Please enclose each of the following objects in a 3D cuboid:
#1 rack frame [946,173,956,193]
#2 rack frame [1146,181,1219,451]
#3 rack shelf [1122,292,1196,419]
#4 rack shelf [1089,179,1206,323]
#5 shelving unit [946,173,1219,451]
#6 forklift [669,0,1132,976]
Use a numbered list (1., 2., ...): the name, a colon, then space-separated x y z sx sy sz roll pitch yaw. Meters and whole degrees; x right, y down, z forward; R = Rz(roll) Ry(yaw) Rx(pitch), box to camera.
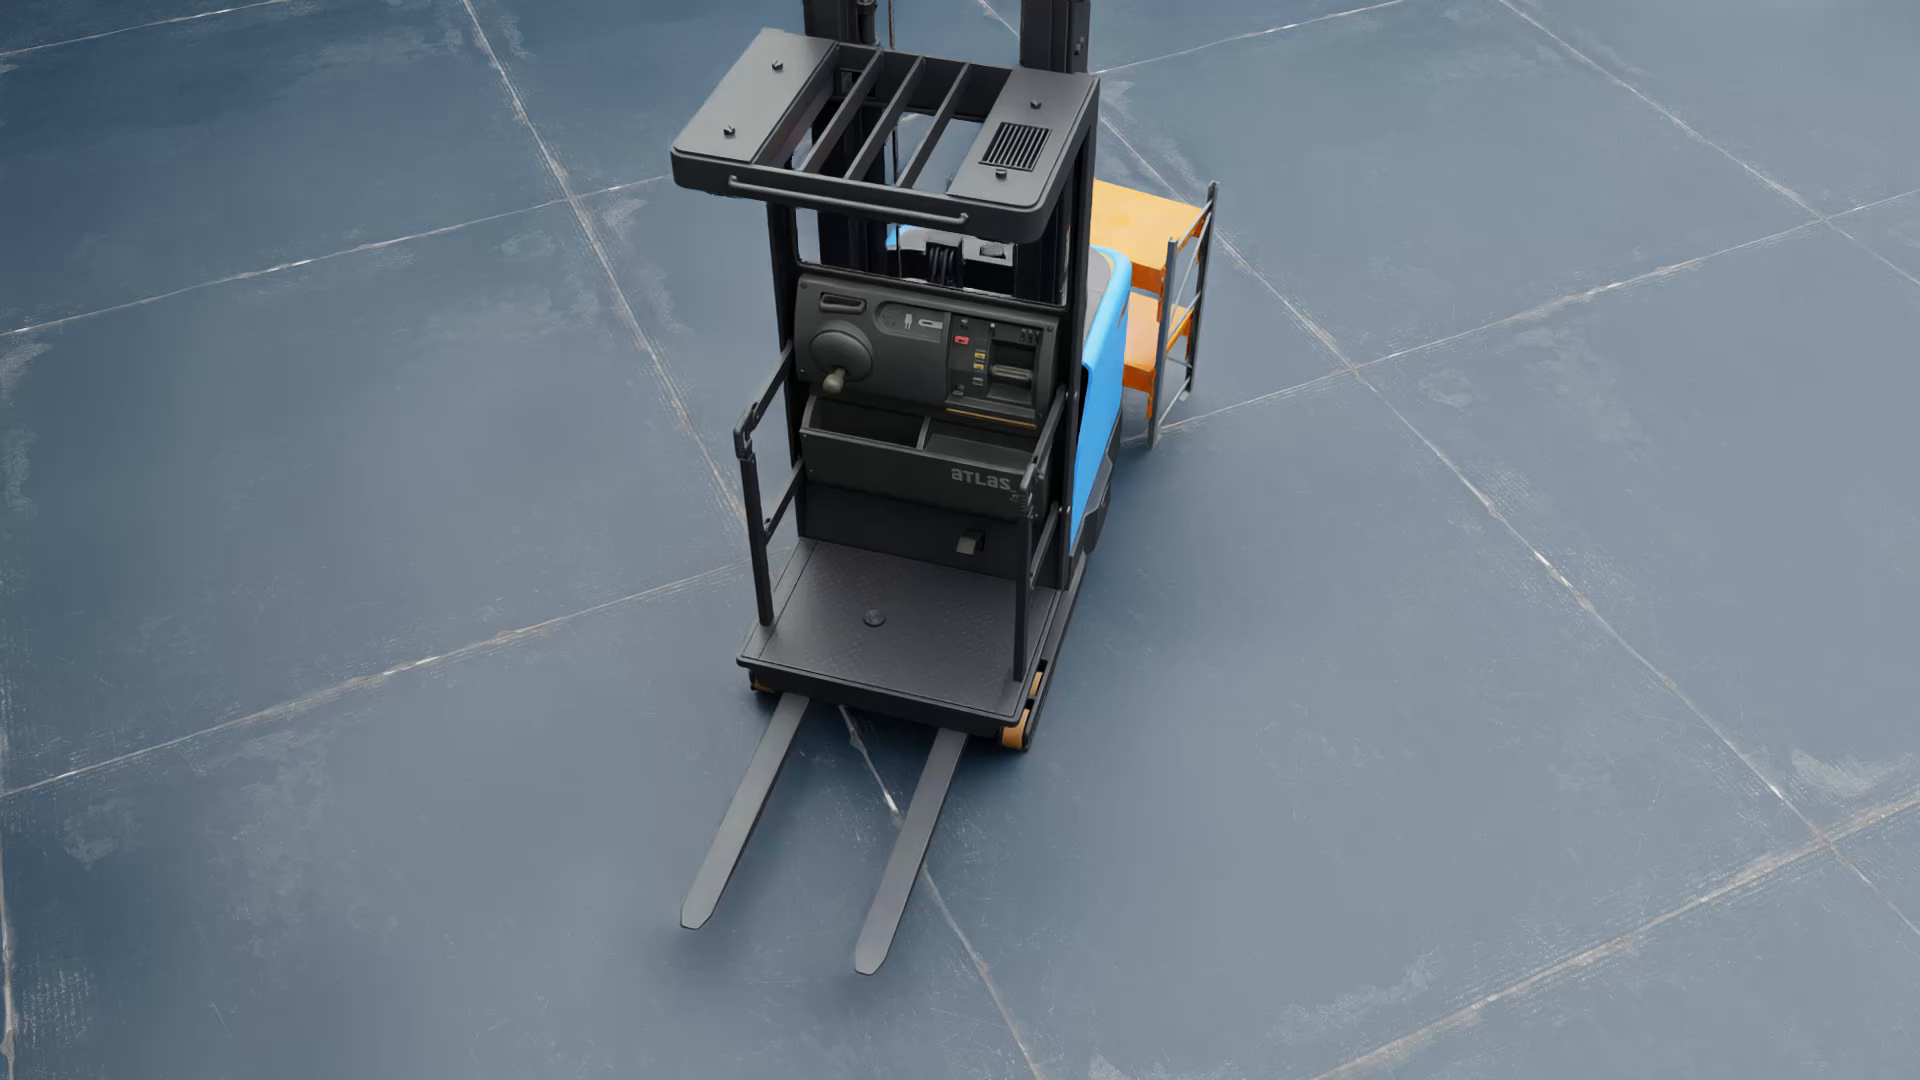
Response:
1. rack frame: 0.069 -1.294 7.629 0.032 1.125 0.500 20 48 19
2. rack frame: 0.972 -0.966 7.297 0.032 1.125 0.500 20 48 19
3. rack shelf: 0.521 -0.956 7.635 1.000 0.278 0.538 20 48 19
4. rack shelf: 0.521 -1.338 7.258 1.000 0.278 0.538 20 48 19
5. shelving unit: 0.521 -1.130 7.463 1.048 1.125 0.538 20 48 19
6. forklift: -0.183 -0.563 5.602 1.130 2.935 3.031 12 46 11
